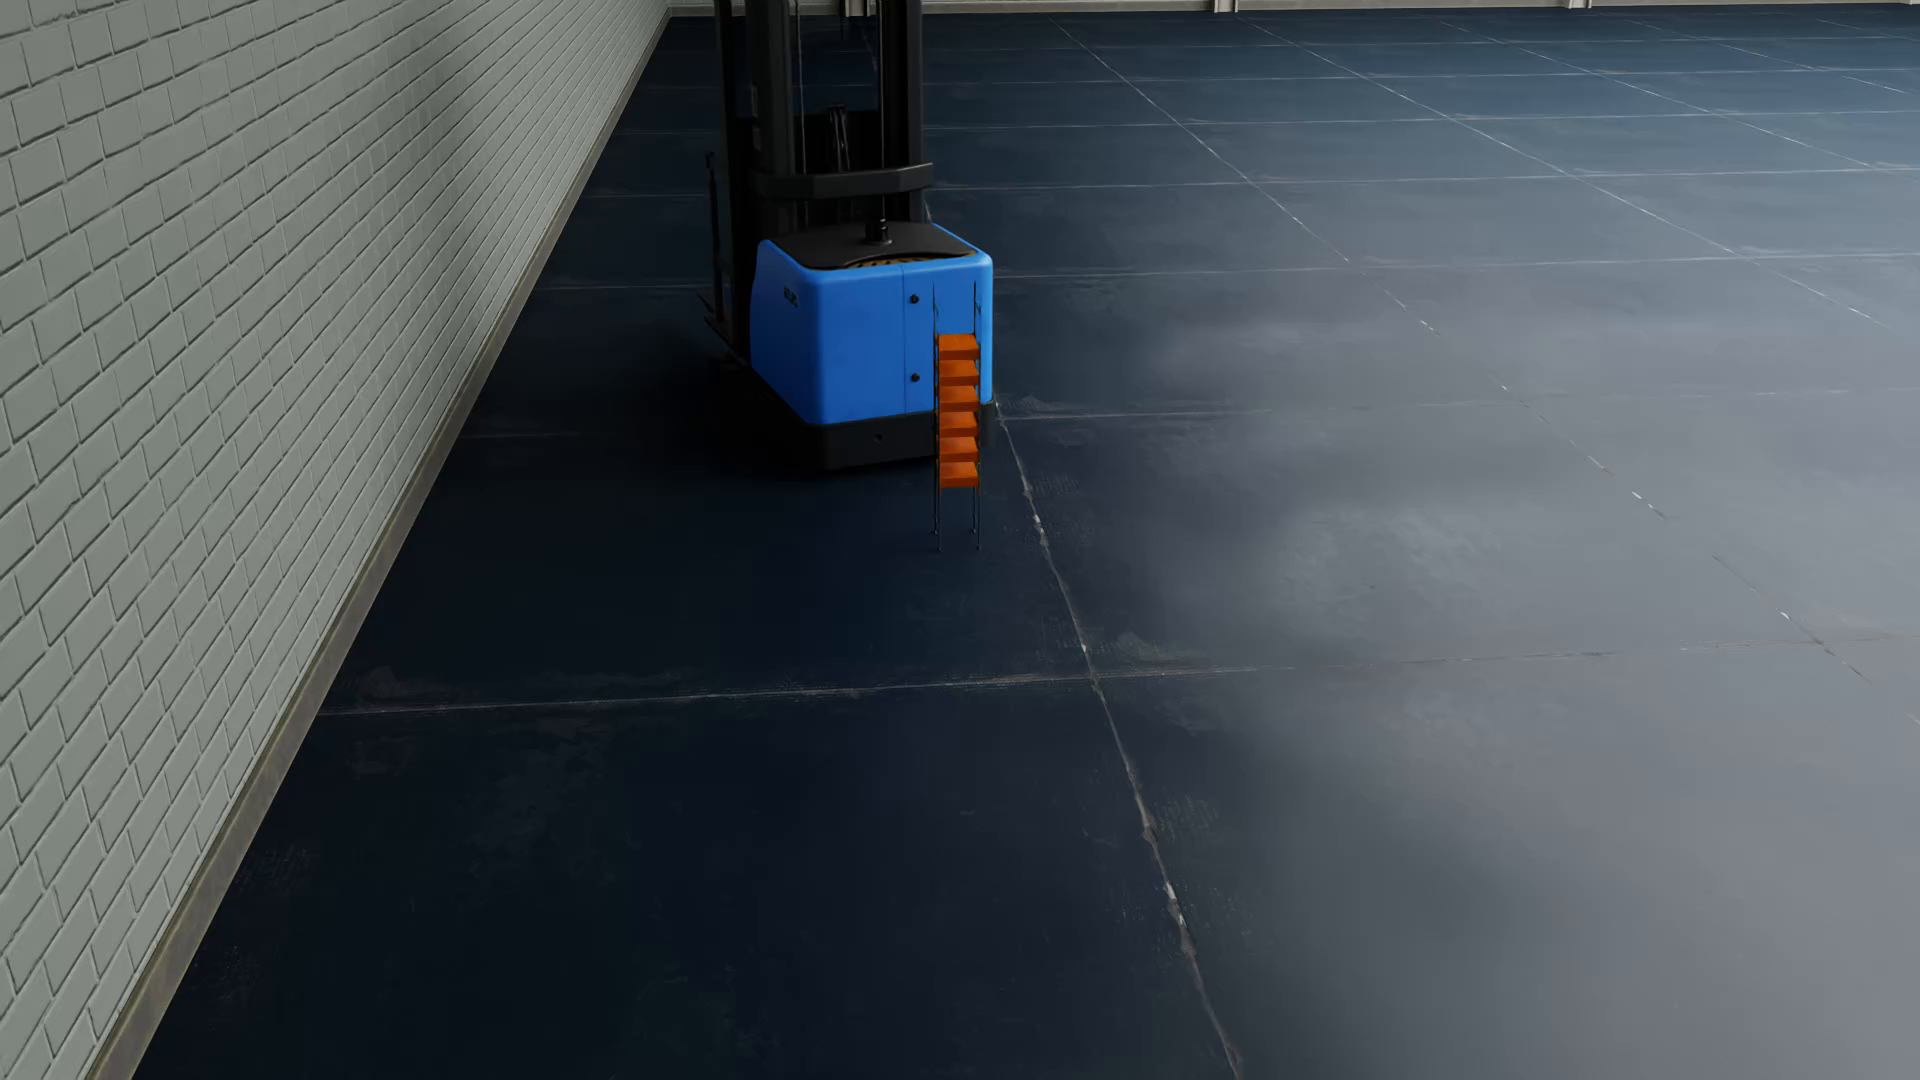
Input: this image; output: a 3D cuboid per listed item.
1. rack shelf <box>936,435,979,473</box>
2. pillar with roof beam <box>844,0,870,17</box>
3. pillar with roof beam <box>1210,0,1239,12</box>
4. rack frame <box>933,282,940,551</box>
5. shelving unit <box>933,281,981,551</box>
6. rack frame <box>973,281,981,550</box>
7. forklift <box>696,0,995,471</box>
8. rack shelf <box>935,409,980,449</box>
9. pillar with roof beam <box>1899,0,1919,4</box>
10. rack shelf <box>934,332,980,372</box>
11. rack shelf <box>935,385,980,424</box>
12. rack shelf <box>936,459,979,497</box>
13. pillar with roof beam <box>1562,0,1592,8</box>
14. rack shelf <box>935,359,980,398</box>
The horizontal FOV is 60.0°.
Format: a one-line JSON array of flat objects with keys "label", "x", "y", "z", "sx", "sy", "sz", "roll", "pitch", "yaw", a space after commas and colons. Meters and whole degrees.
[{"label": "rack shelf", "x": -0.014, "y": -0.397, "z": 7.572, "sx": 0.180, "sy": 0.103, "sz": 0.258, "roll": -2, "pitch": 24, "yaw": -5}, {"label": "pillar with roof beam", "x": -1.227, "y": -10.799, "z": 20.967, "sx": 0.400, "sy": 9.000, "sz": 9.100, "roll": -2, "pitch": 24, "yaw": -5}, {"label": "pillar with roof beam", "x": 4.744, "y": -11.039, "z": 21.506, "sx": 0.400, "sy": 9.000, "sz": 9.100, "roll": -2, "pitch": 24, "yaw": -5}, {"label": "rack frame", "x": -0.105, "y": -0.544, "z": 7.497, "sx": 0.006, "sy": 1.200, "sz": 0.240, "roll": -2, "pitch": 24, "yaw": -5}, {"label": "shelving unit", "x": -0.014, "y": -0.548, "z": 7.505, "sx": 0.189, "sy": 1.200, "sz": 0.258, "roll": -2, "pitch": 24, "yaw": -5}, {"label": "rack frame", "x": 0.077, "y": -0.551, "z": 7.513, "sx": 0.006, "sy": 1.200, "sz": 0.240, "roll": -2, "pitch": 24, "yaw": -5}, {"label": "forklift", "x": -0.843, "y": -2.258, "z": 9.222, "sx": 1.130, "sy": 2.935, "sz": 3.031, "roll": -9, "pitch": 26, "yaw": -20}, {"label": "rack shelf", "x": -0.014, "y": -0.507, "z": 7.523, "sx": 0.180, "sy": 0.103, "sz": 0.258, "roll": -2, "pitch": 24, "yaw": -5}, {"label": "pillar with roof beam", "x": 16.686, "y": -11.518, "z": 22.584, "sx": 0.400, "sy": 9.000, "sz": 9.100, "roll": -2, "pitch": 24, "yaw": -5}, {"label": "rack shelf", "x": -0.014, "y": -0.836, "z": 7.377, "sx": 0.180, "sy": 0.103, "sz": 0.258, "roll": -2, "pitch": 24, "yaw": -5}, {"label": "rack shelf", "x": -0.014, "y": -0.617, "z": 7.474, "sx": 0.180, "sy": 0.103, "sz": 0.258, "roll": -2, "pitch": 24, "yaw": -5}, {"label": "rack shelf", "x": -0.014, "y": -0.288, "z": 7.621, "sx": 0.180, "sy": 0.103, "sz": 0.258, "roll": -2, "pitch": 24, "yaw": -5}, {"label": "pillar with roof beam", "x": 10.715, "y": -11.278, "z": 22.045, "sx": 0.400, "sy": 9.000, "sz": 9.100, "roll": -2, "pitch": 24, "yaw": -5}, {"label": "rack shelf", "x": -0.014, "y": -0.726, "z": 7.426, "sx": 0.180, "sy": 0.103, "sz": 0.258, "roll": -2, "pitch": 24, "yaw": -5}]
